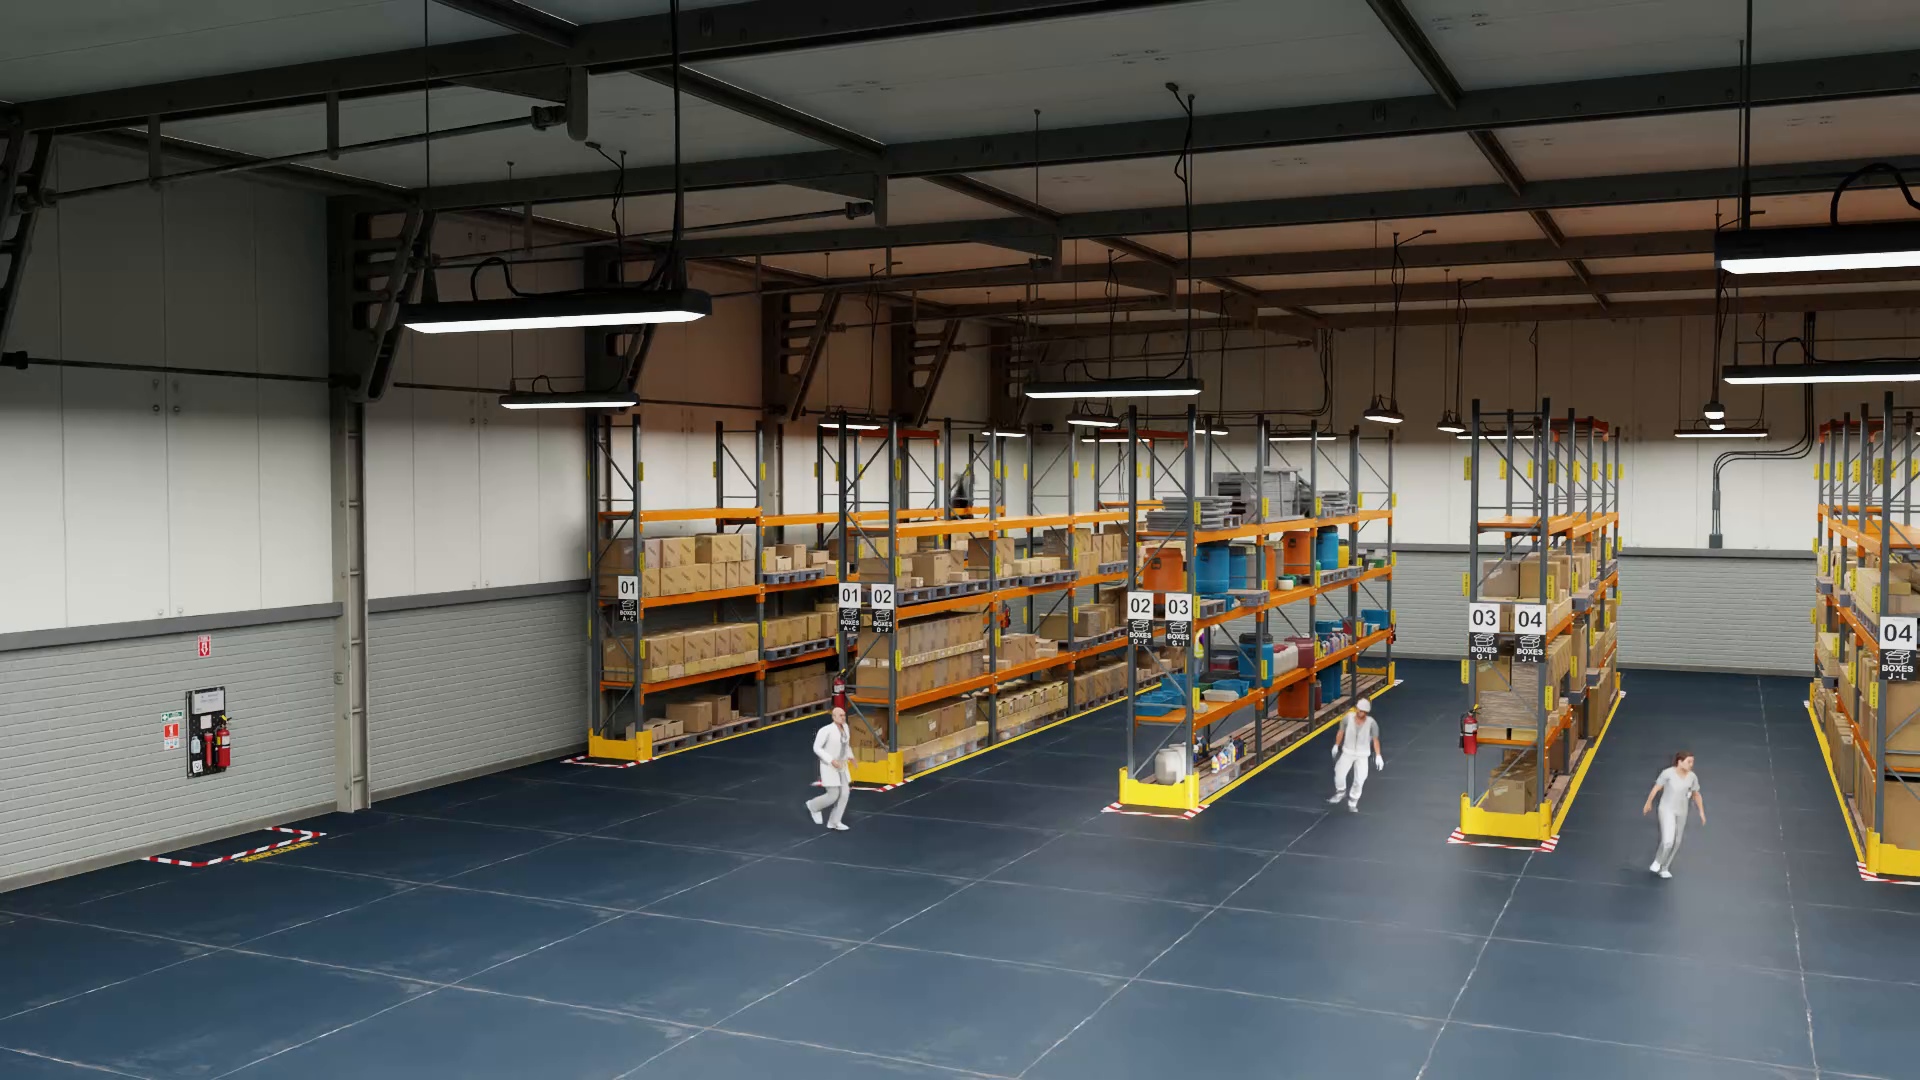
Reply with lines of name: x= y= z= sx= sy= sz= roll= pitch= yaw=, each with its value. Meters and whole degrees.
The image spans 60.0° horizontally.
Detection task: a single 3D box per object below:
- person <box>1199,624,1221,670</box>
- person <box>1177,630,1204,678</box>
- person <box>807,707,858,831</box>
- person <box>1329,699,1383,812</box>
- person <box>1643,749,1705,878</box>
person: x=6.330 y=2.448 z=42.325 sx=0.626 sy=1.683 sz=0.780 roll=0 pitch=2 yaw=0
person: x=5.194 y=2.613 z=36.958 sx=0.766 sy=1.760 sz=0.758 roll=-2 pitch=3 yaw=-37
person: x=-1.820 y=3.190 z=23.309 sx=0.746 sy=1.726 sz=0.713 roll=2 pitch=3 yaw=42
person: x=5.787 y=3.136 z=24.298 sx=0.796 sy=1.699 sz=0.692 roll=1 pitch=2 yaw=18
person: x=8.746 y=3.347 z=20.346 sx=0.570 sy=1.625 sz=0.619 roll=0 pitch=2 yaw=-6
